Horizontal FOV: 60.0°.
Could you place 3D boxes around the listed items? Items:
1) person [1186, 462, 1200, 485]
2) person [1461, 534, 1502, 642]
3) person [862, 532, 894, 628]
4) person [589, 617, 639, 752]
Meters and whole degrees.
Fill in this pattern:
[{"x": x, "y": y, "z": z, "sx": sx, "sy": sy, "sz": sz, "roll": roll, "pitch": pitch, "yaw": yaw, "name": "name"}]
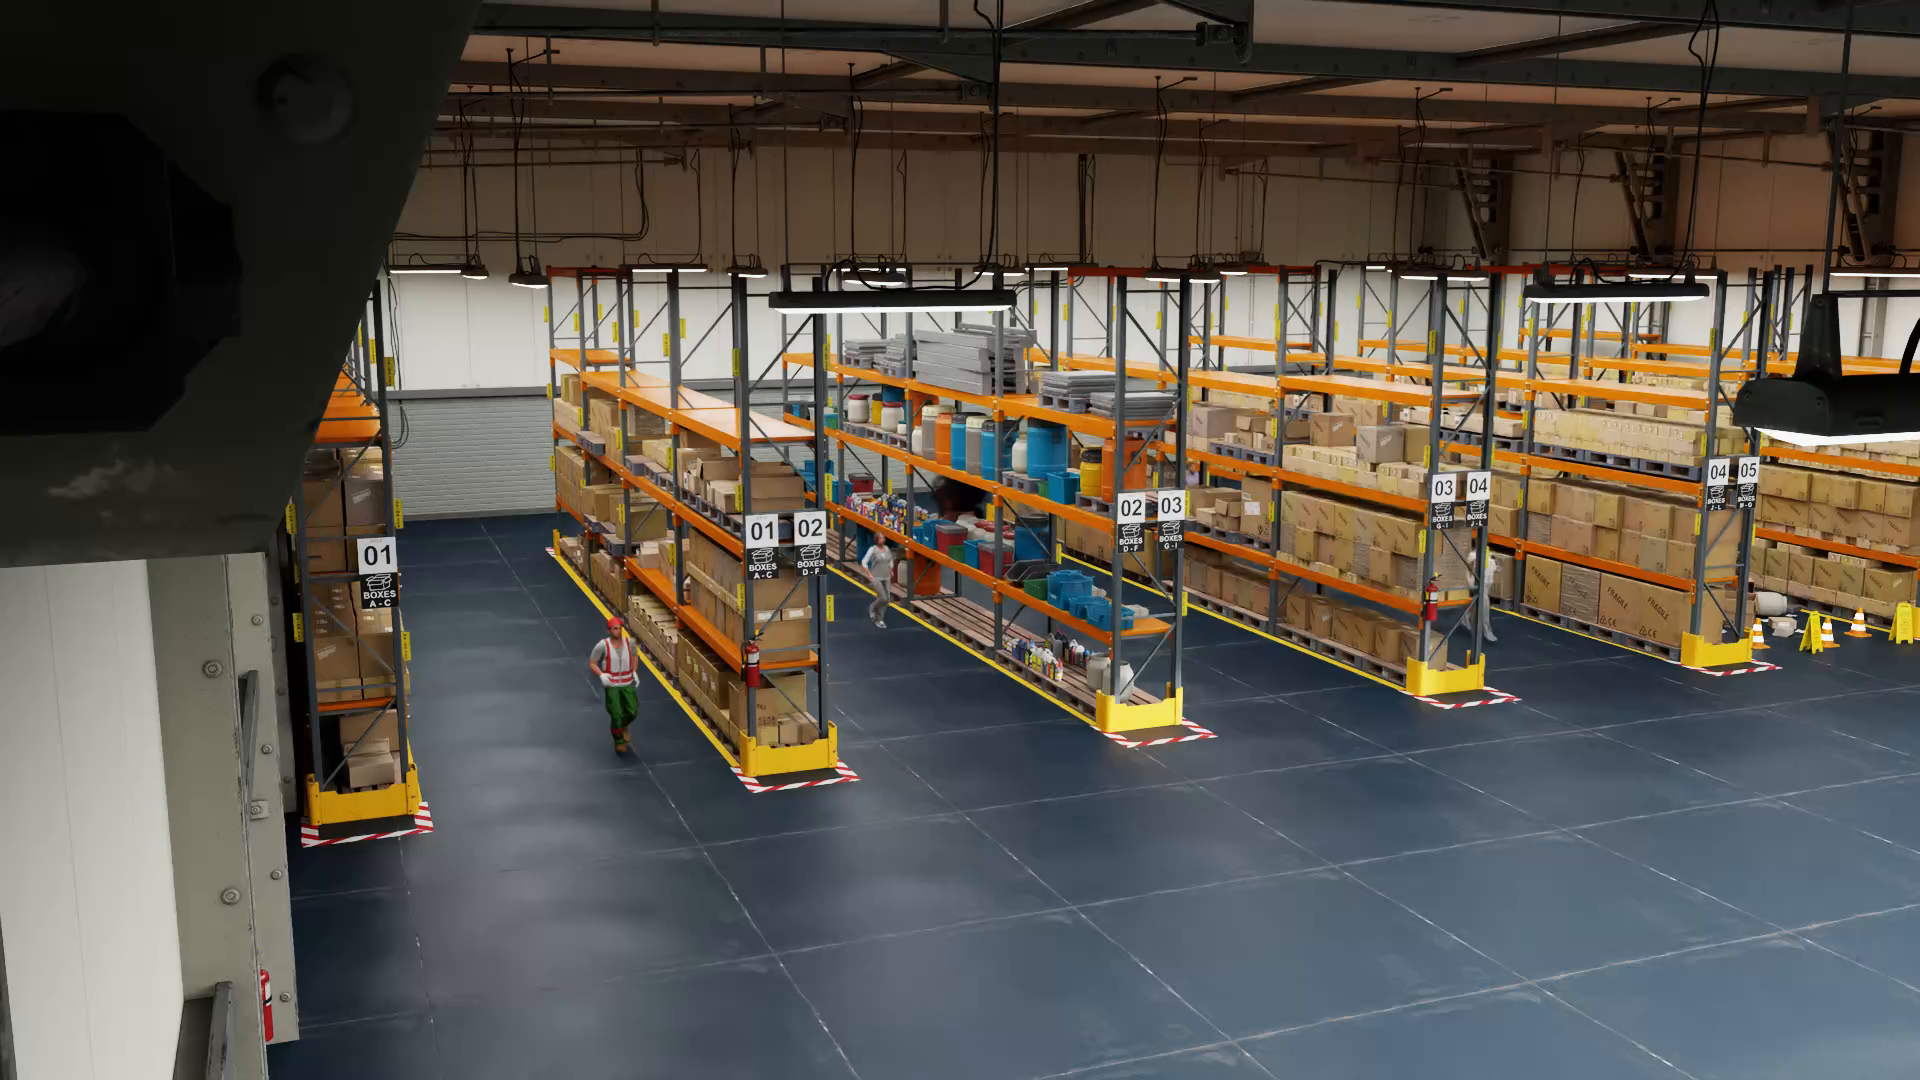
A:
[{"x": 5.199, "y": -0.932, "z": 37.295, "sx": 0.615, "sy": 1.625, "sz": 0.835, "roll": -2, "pitch": 10, "yaw": -14, "name": "person"}, {"x": 8.587, "y": 0.746, "z": 27.405, "sx": 0.578, "sy": 1.727, "sz": 0.854, "roll": -7, "pitch": 12, "yaw": -34, "name": "person"}, {"x": -1.277, "y": 0.644, "z": 26.803, "sx": 0.532, "sy": 1.564, "sz": 0.486, "roll": -6, "pitch": 12, "yaw": -32, "name": "person"}, {"x": -4.349, "y": 1.834, "z": 21.079, "sx": 0.661, "sy": 1.745, "sz": 0.586, "roll": -5, "pitch": 11, "yaw": -27, "name": "person"}]
